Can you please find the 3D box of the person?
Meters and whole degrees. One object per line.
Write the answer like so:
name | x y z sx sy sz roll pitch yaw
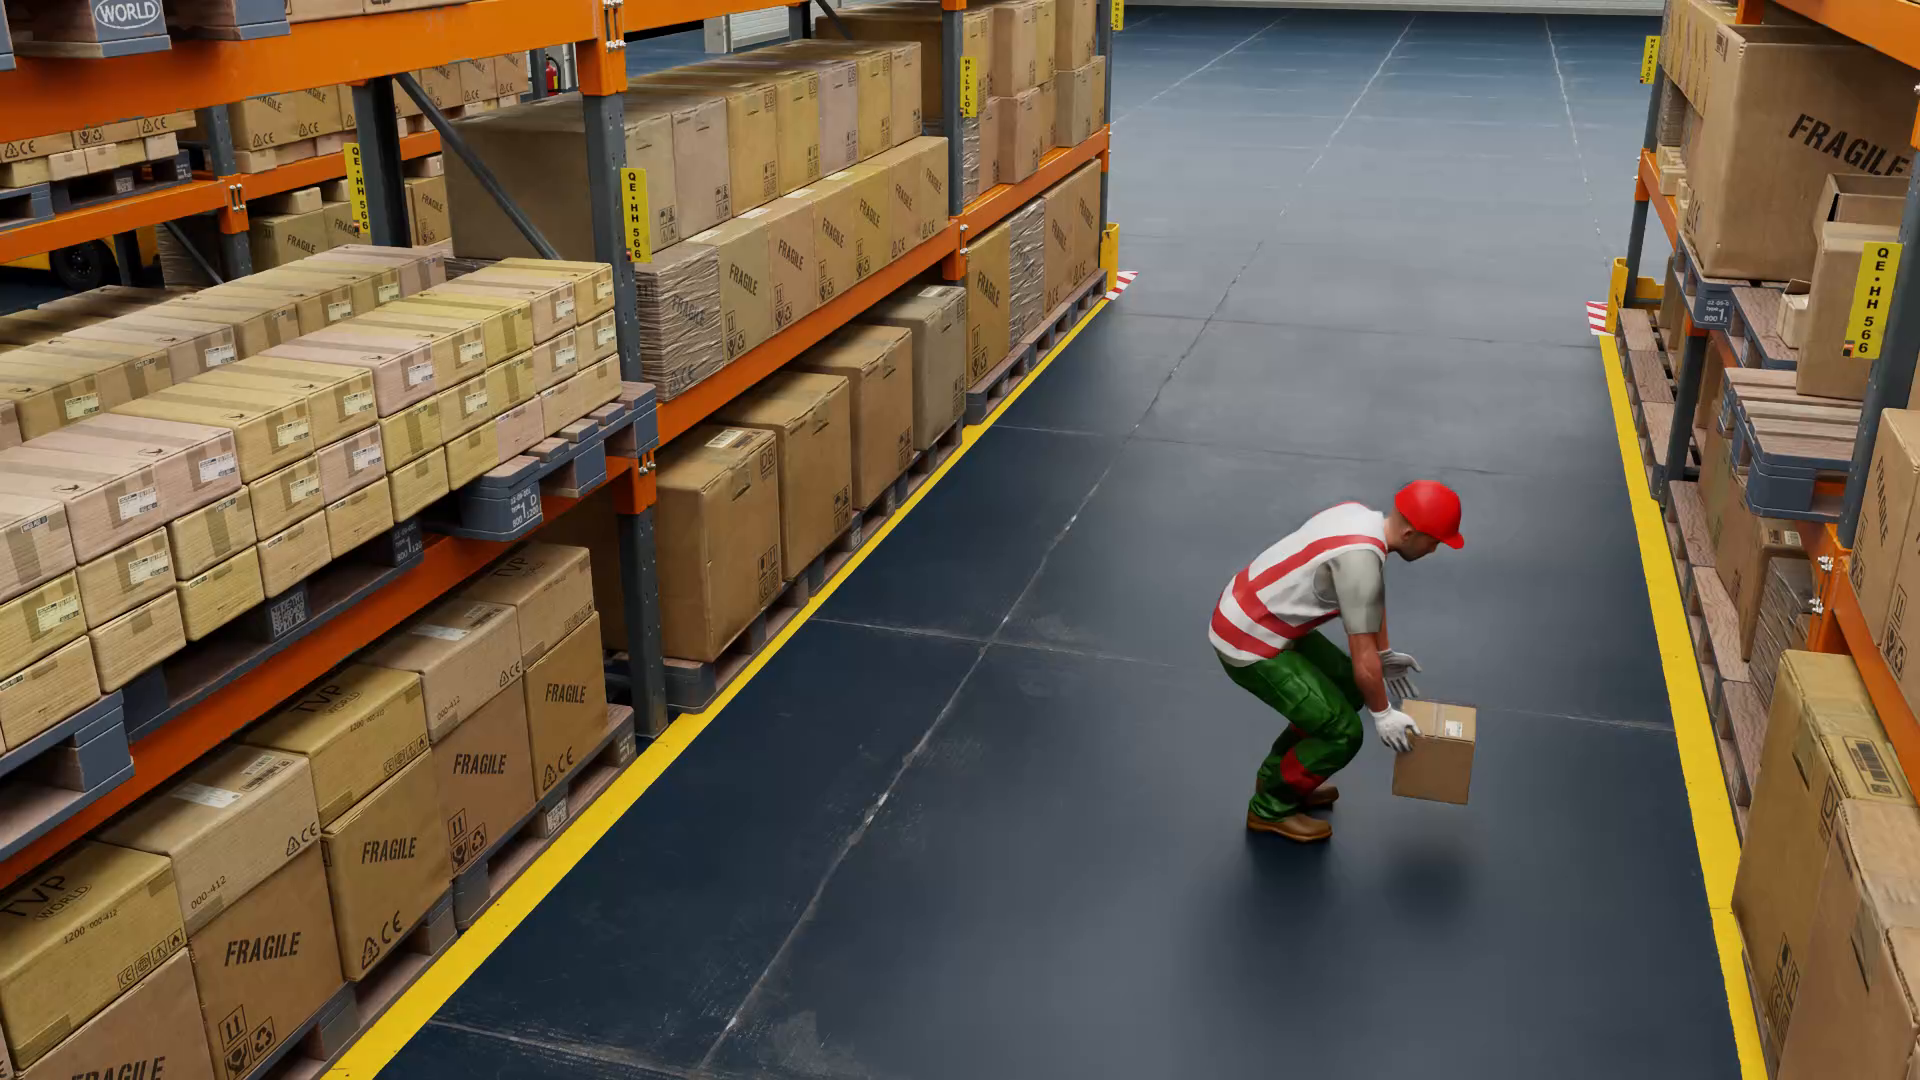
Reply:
person | 1.278 0.380 5.772 0.816 1.295 0.585 6 23 16
